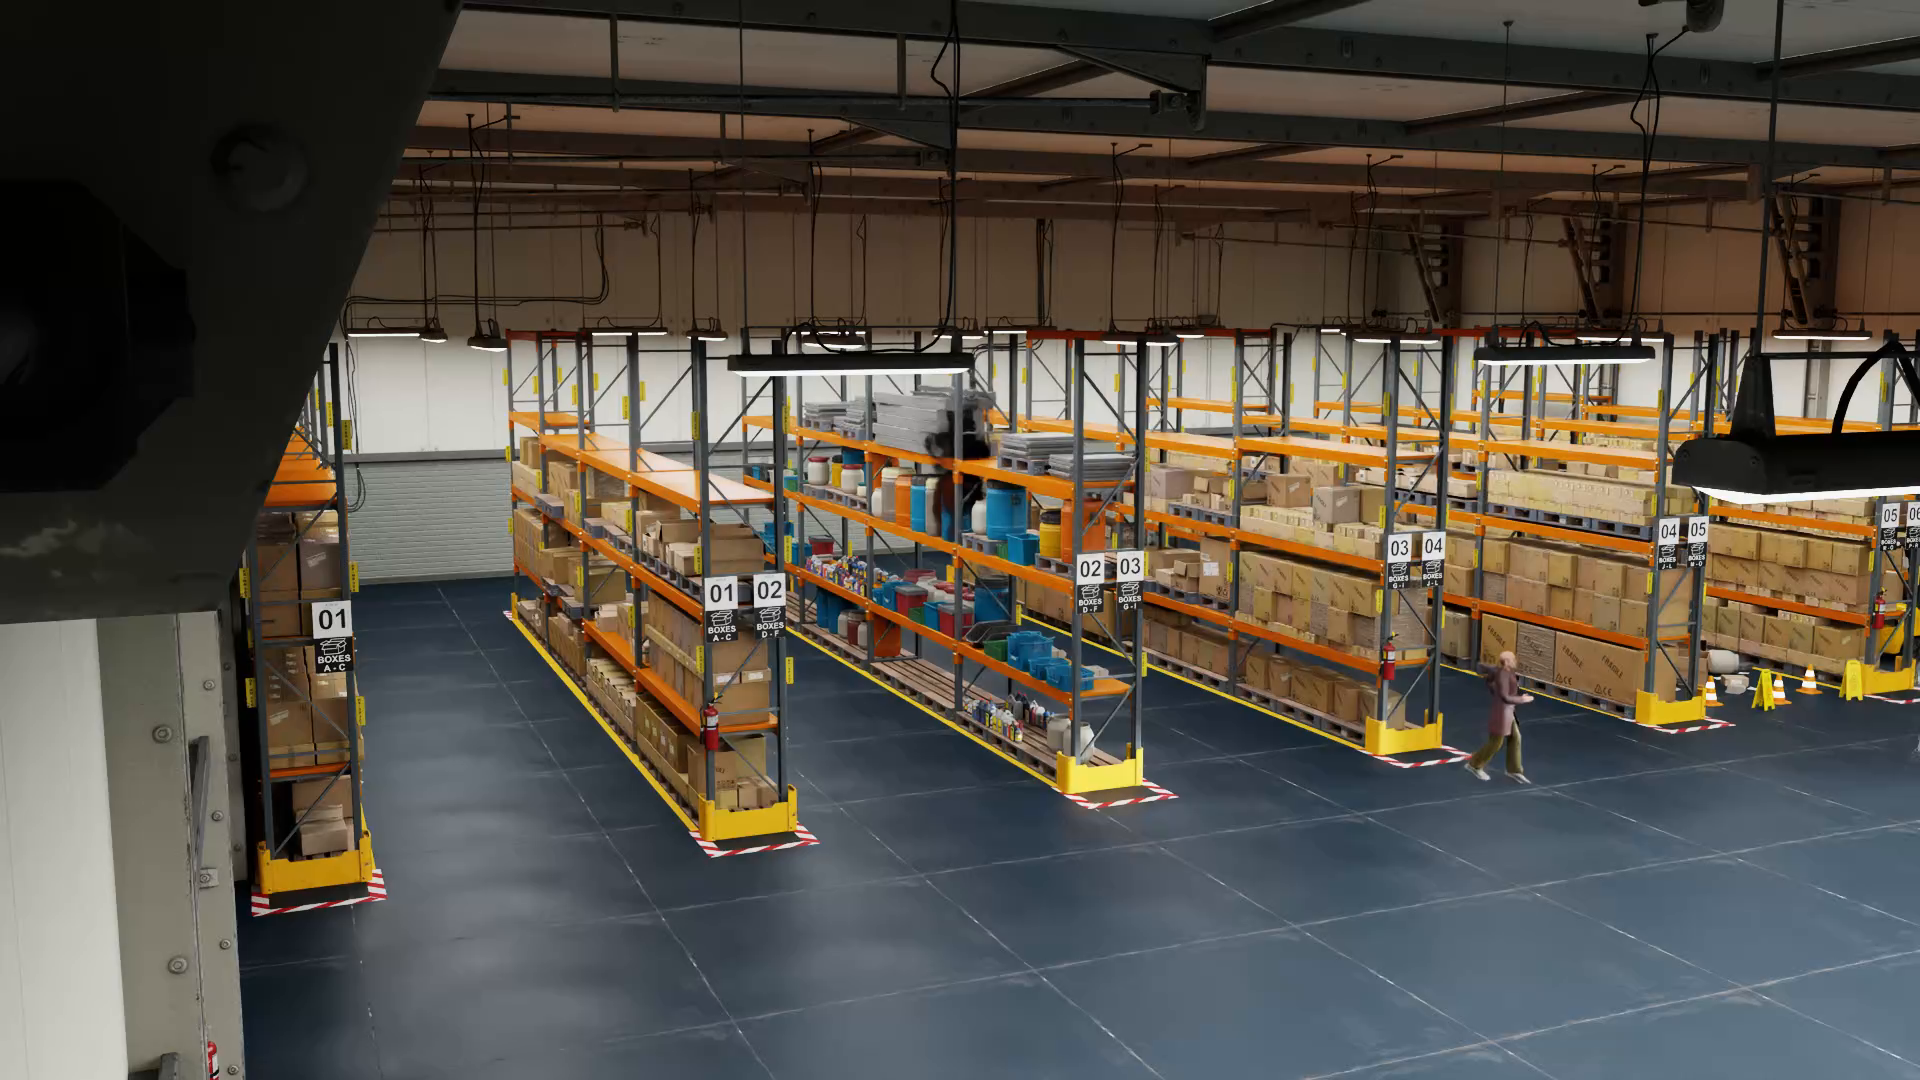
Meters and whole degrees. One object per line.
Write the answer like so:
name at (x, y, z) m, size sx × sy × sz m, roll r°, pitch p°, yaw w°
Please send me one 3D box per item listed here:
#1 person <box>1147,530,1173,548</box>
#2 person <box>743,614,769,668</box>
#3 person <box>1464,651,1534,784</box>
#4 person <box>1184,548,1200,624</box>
person at (4.929, -0.147, 41.866) m, size 1.028 × 1.666 × 0.582 m, roll -4°, pitch 9°, yaw -25°
person at (-3.606, 1.440, 29.917) m, size 0.547 × 1.704 × 0.863 m, roll -5°, pitch 9°, yaw -31°
person at (7.308, 2.403, 22.494) m, size 0.878 × 1.843 × 0.734 m, roll 3°, pitch 8°, yaw 20°
person at (4.531, 0.972, 33.324) m, size 0.598 × 1.655 × 0.921 m, roll -4°, pitch 9°, yaw -26°
